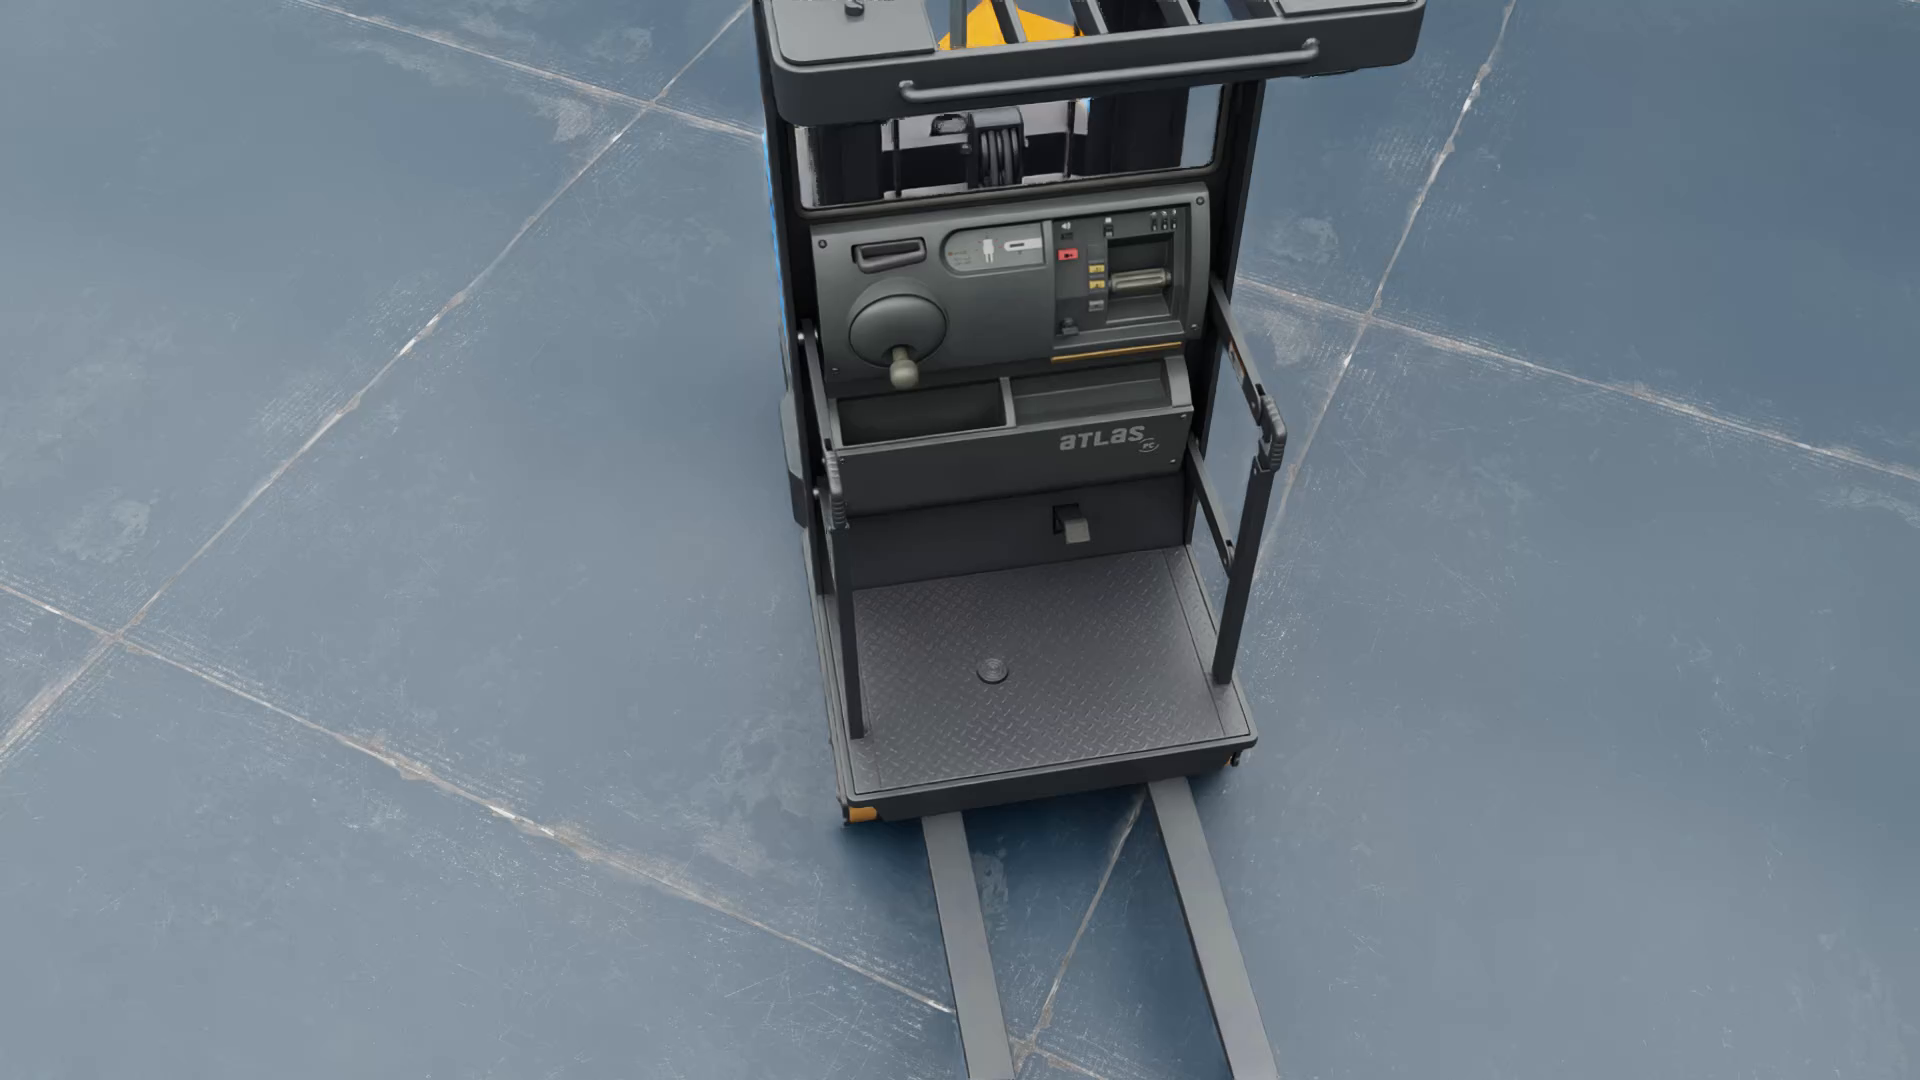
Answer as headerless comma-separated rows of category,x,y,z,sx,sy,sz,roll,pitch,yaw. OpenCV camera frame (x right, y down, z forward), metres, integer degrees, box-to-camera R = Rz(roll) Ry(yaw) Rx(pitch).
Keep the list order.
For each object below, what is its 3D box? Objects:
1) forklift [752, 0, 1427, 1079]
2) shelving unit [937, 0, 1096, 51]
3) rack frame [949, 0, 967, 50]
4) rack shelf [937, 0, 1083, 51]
forklift,0.167,-0.483,3.736,1.130,2.935,3.031,-8,50,-7
shelving unit,0.067,-1.647,5.667,0.587,1.500,1.083,25,54,20
rack frame,-0.201,-1.310,5.380,0.500,1.500,0.032,25,54,20
rack shelf,0.062,-1.525,5.799,0.538,0.185,1.000,25,54,20
